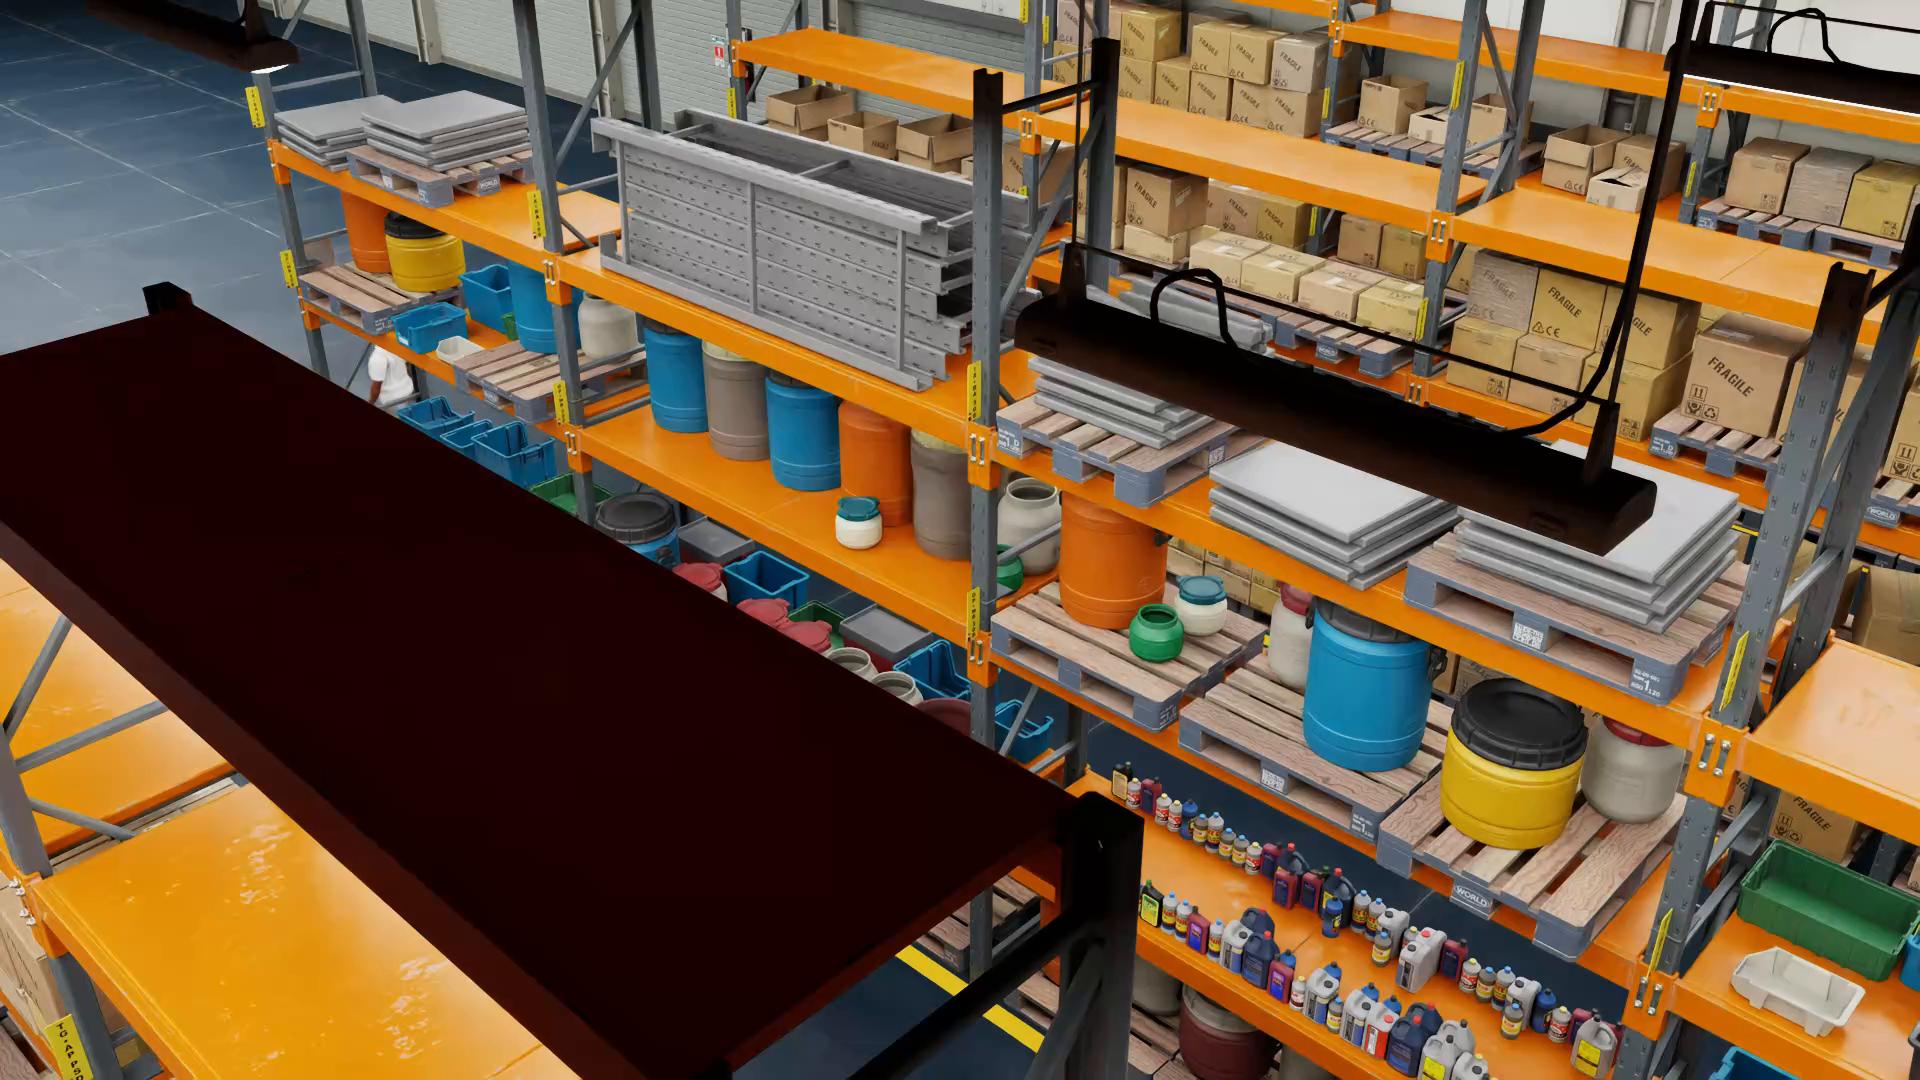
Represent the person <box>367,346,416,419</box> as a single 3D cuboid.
[{"bbox_3d":[-5.873,-1.504,17.100,0.950,1.718,0.590,1,29,3],"label":"person"}]
